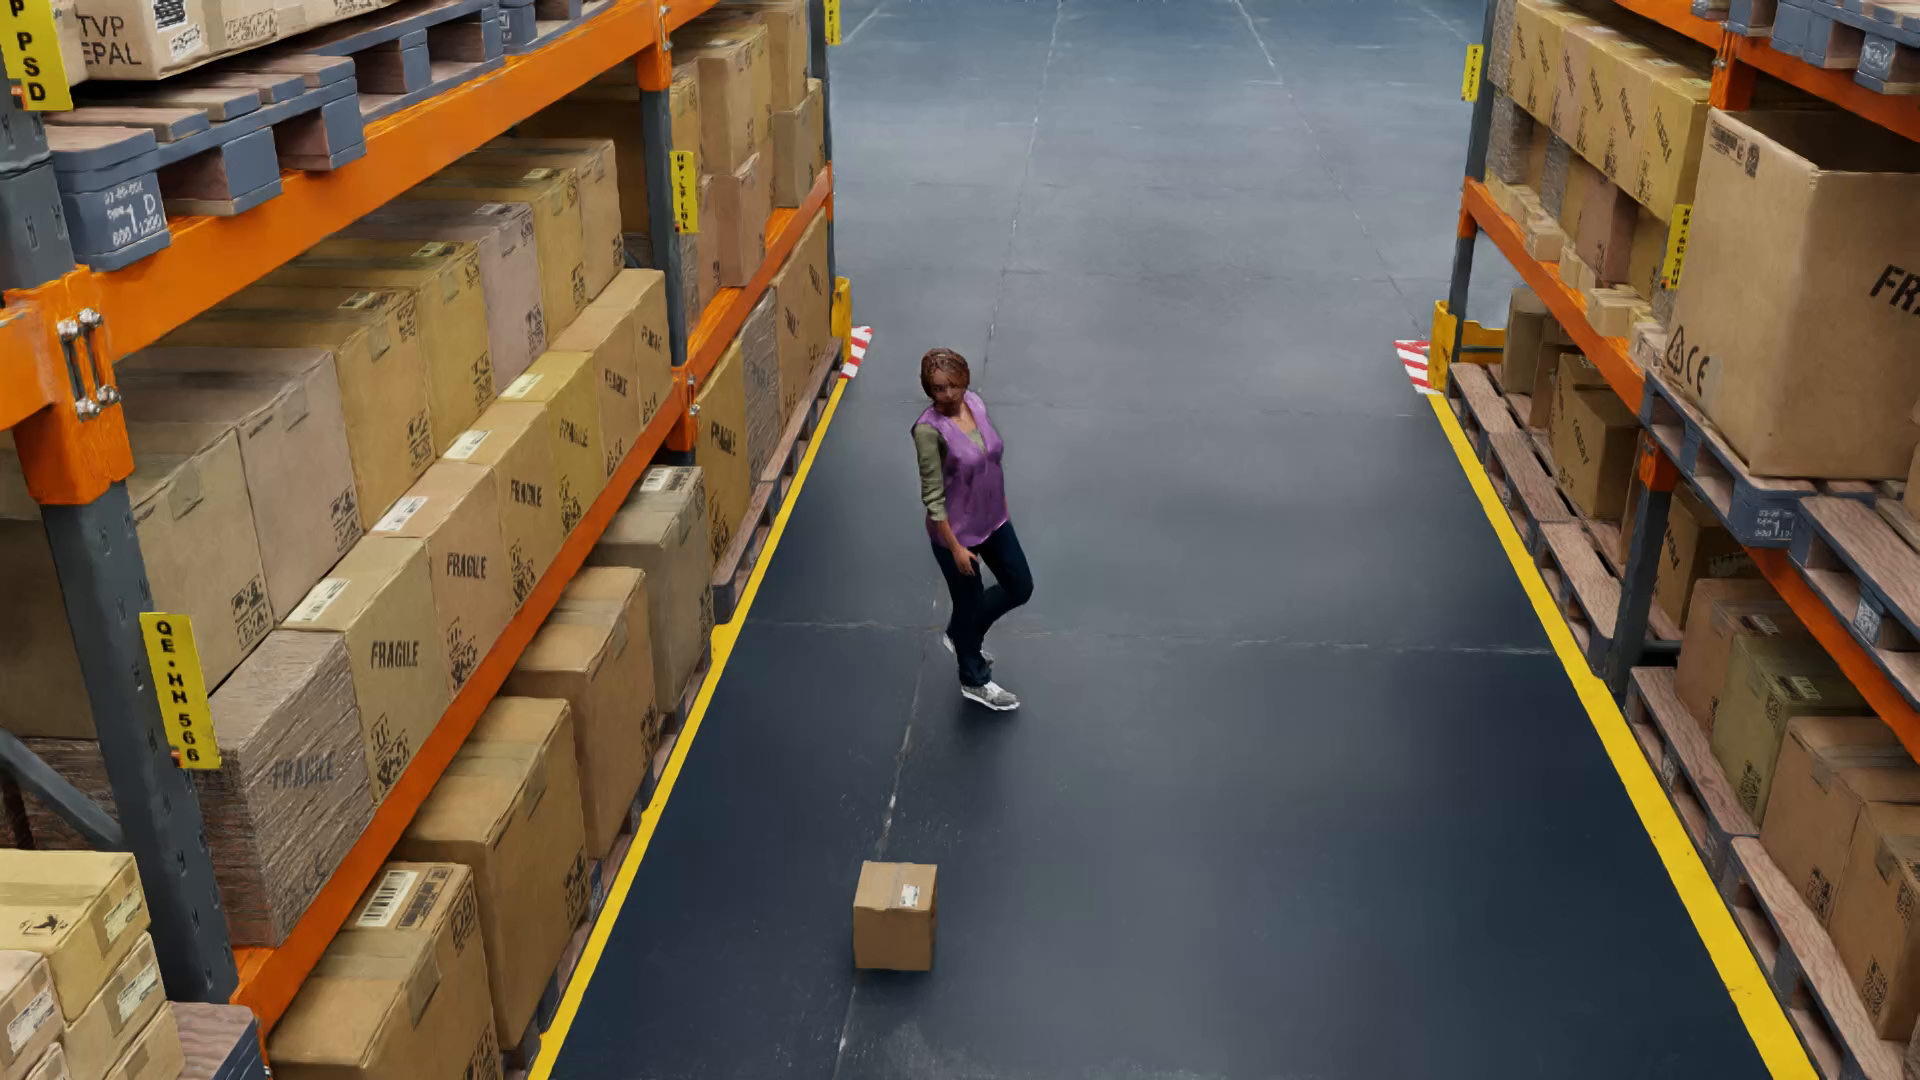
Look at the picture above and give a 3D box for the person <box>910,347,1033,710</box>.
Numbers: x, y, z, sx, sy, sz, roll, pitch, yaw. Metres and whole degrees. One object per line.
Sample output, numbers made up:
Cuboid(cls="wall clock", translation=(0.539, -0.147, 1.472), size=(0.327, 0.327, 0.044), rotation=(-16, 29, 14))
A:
Cuboid(cls="person", translation=(0.036, -0.033, 6.690), size=(0.404, 1.589, 0.499), rotation=(18, 30, 34))
